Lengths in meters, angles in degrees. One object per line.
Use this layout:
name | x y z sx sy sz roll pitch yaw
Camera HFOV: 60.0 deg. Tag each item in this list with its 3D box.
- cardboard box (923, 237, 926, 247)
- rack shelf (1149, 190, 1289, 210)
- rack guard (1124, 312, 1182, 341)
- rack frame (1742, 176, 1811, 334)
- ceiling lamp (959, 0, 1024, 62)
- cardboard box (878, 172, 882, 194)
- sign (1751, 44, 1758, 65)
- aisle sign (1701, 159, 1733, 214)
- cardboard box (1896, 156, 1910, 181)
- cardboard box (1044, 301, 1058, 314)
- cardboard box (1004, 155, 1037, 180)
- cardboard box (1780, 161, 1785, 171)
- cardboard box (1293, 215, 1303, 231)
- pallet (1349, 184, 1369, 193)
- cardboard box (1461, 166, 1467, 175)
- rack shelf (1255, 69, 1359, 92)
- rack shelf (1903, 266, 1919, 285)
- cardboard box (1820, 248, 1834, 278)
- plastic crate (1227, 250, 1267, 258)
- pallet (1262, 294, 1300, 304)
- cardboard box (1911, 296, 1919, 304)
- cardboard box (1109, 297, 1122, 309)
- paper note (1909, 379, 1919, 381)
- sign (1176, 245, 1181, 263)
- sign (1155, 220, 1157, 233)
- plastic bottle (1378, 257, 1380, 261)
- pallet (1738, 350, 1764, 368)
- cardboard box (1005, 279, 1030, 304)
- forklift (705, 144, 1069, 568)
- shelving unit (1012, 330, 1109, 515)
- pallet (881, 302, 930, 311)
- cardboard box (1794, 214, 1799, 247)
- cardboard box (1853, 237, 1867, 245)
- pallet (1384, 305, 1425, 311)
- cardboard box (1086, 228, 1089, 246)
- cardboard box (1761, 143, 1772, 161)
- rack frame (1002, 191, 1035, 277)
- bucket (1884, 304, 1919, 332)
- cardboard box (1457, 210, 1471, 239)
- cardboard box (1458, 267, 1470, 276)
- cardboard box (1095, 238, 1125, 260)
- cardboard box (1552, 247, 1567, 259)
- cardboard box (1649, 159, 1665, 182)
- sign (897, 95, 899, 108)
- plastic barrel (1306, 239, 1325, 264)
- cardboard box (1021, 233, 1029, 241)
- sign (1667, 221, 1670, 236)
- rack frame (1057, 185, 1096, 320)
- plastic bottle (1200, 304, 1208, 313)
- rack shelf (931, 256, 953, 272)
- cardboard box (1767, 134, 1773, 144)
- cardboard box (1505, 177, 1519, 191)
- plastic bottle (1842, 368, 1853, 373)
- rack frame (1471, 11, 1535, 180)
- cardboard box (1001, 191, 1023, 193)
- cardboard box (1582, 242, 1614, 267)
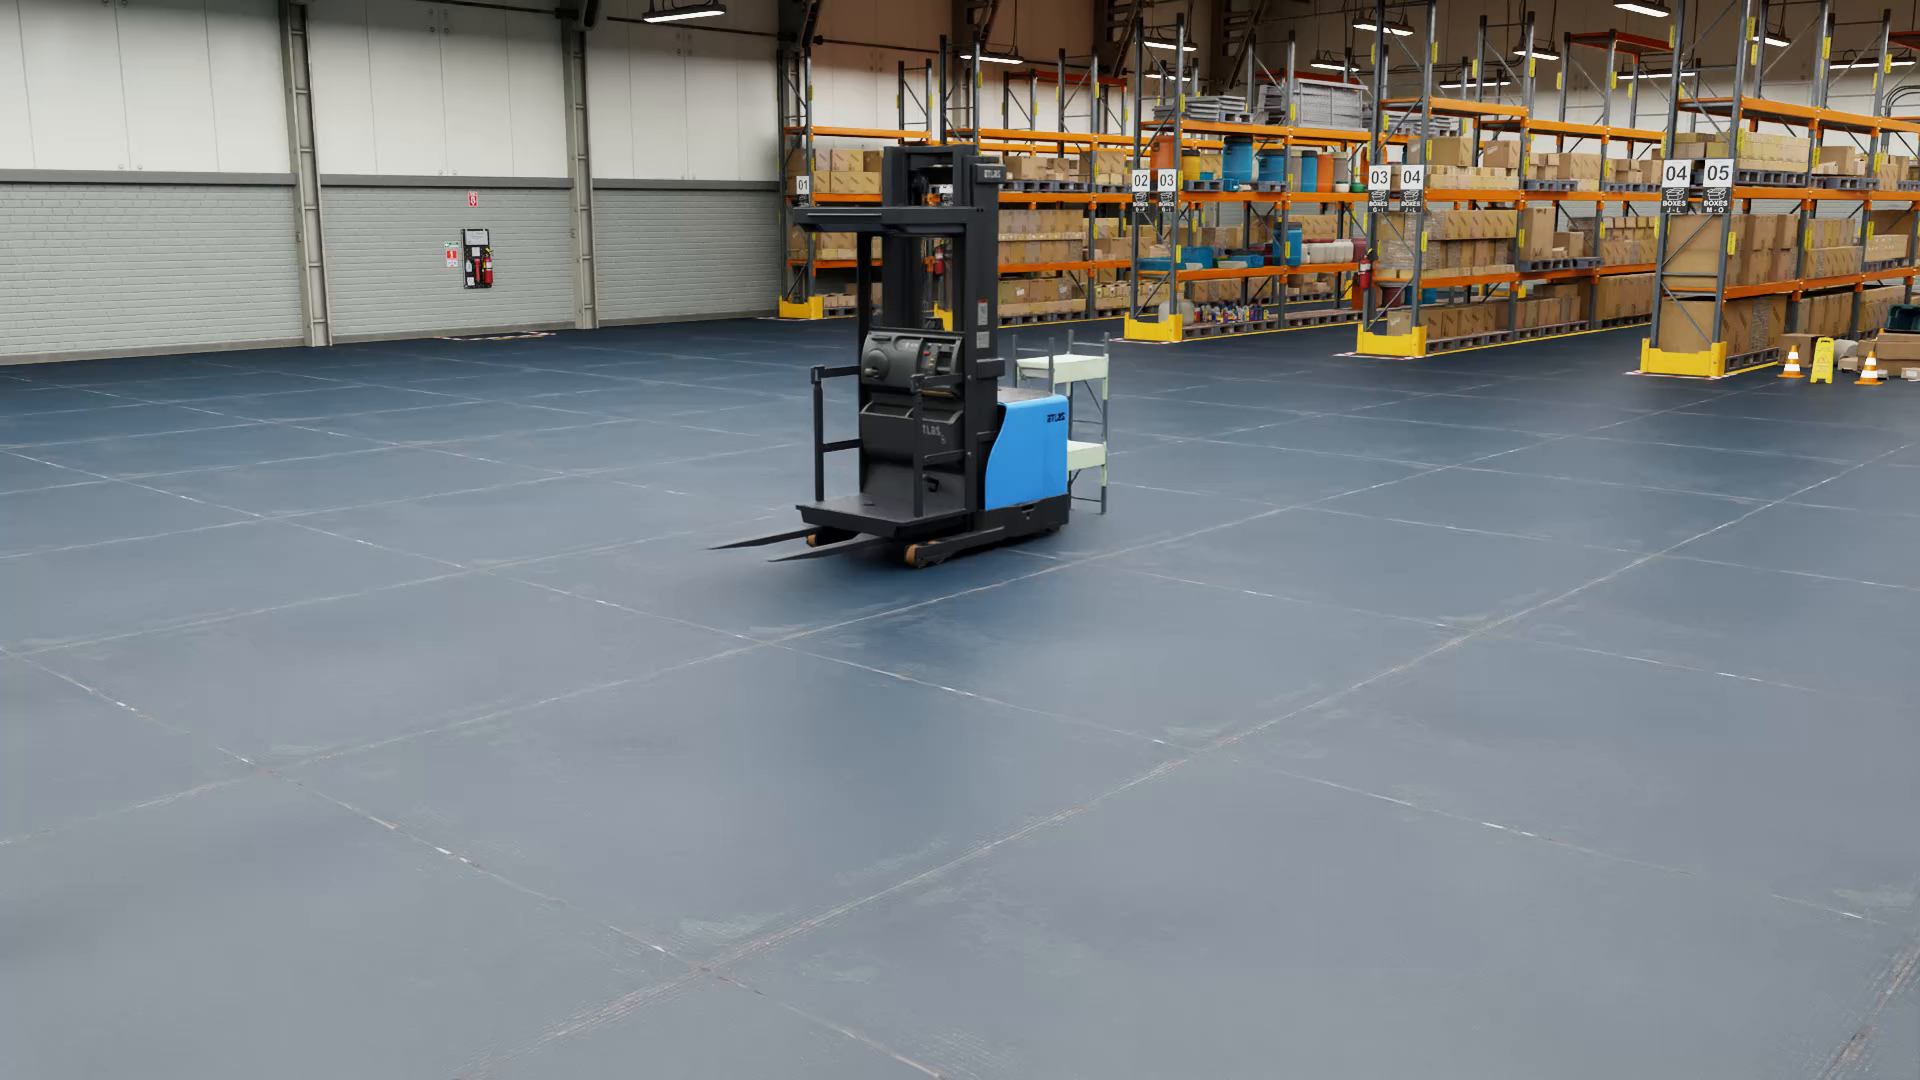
cardboard box | -1.172 -7.394 40.489 0.500 0.500 0.500 10 15 40
rack shelf | 5.030 -6.742 32.989 1.077 0.370 4.000 10 15 40
rack guard | 3.724 -4.122 32.070 1.175 0.500 0.348 10 15 40
rack frame | 13.729 -4.622 28.194 1.000 3.000 0.127 10 15 40
ceiling lamp | 0.927 -12.641 38.020 0.800 3.144 2.000 10 15 40
cardboard box | -1.920 -8.464 39.464 0.500 0.500 0.500 9 14 38
sign | 13.314 -8.129 27.850 0.100 0.325 0.005 10 15 40
aisle sign | 11.267 -5.259 24.746 0.394 0.787 0.004 10 15 40
cardboard box | 18.677 -7.483 33.534 0.700 0.500 0.500 10 15 40
cardboard box | 1.833 -5.173 36.900 0.500 0.250 0.500 10 15 40
cardboard box | 1.293 -7.975 35.636 0.500 0.500 0.500 10 15 40
cardboard box | 12.889 -5.942 26.459 0.380 0.149 0.250 10 15 40
cardboard box | 8.775 -8.385 44.225 0.500 0.500 0.500 9 15 39
pallet | 9.569 -7.985 37.857 1.003 0.211 1.213 10 15 40
cardboard box | 8.669 -6.480 29.204 0.380 0.149 0.250 9 14 38
rack shelf | 9.233 -12.250 44.418 1.077 0.370 4.000 10 15 40
rack shelf | 20.330 -5.741 35.631 1.077 0.370 4.000 10 15 40
cardboard box | 14.943 -4.861 29.136 0.500 0.500 0.500 10 15 40
plastic crate | 5.909 -5.828 34.388 0.767 0.338 0.504 10 15 40
pallet | 8.366 -6.470 44.566 1.003 0.211 1.213 10 15 40
cardboard box | 20.134 -5.067 35.111 0.380 0.149 0.250 10 15 42
cardboard box | 3.422 -5.519 38.635 0.500 0.250 0.500 10 15 42
paper note | 14.003 -2.349 24.393 0.148 0.019 0.142 4 12 21
sign | 4.120 -5.394 31.352 0.100 0.325 0.005 10 15 40
sign | 4.858 -7.746 41.080 0.100 0.325 0.005 10 15 40
plastic bottle | 9.519 -6.468 37.753 0.152 0.276 0.135 10 15 40
pallet | 12.363 -2.972 27.055 1.003 0.211 1.213 10 15 40
cardboard box | 1.161 -5.395 36.100 0.500 0.500 0.500 10 15 40
forklift | -0.493 -1.349 11.983 1.130 2.935 3.031 10 15 40
shelving unit | 0.813 -0.919 13.483 0.431 1.500 0.755 10 15 40
pallet | -1.509 -5.729 40.854 1.003 0.211 1.213 10 15 40
cardboard box | 13.460 -5.175 27.824 0.875 0.550 0.550 10 15 40
cardboard box | 16.823 -5.629 31.284 0.380 0.149 0.250 10 15 40
pallet | 10.285 -5.440 39.407 1.003 0.211 1.213 10 15 40
cardboard box | 3.406 -8.332 45.701 0.500 0.500 0.500 10 15 40
cardboard box | 12.267 -6.019 25.825 0.500 0.250 0.500 10 15 40
rack frame | 1.548 -7.788 44.045 1.000 3.000 0.127 10 15 40
bucket | 15.371 -3.444 26.773 0.620 0.611 0.726 5 7 -30
cardboard box | 8.662 -5.567 29.358 0.500 0.500 0.500 10 15 40
cardboard box | 8.860 -4.786 29.655 0.380 0.149 0.250 10 15 40
cardboard box | 3.498 -6.797 38.828 0.500 0.500 0.500 -11 16 -43
cardboard box | 11.813 -5.726 32.995 0.396 0.266 0.258 9 15 39
cardboard box | 15.823 -8.353 37.633 0.700 0.500 0.500 9 14 37
sign | -1.513 -10.748 40.759 0.100 0.325 0.005 10 15 40
plastic barrel | 7.630 -6.206 35.775 0.433 0.535 0.433 0 11 0
cardboard box | 1.260 -6.558 35.974 0.380 0.149 0.250 10 15 40
sign | 15.765 -6.915 36.922 0.100 0.325 0.005 10 15 40
rack frame | 2.631 -6.560 37.894 1.000 3.000 0.127 10 15 40
plastic bottle | 4.977 -4.653 33.987 0.144 0.351 0.185 11 15 43
rack shelf | 0.228 -7.141 42.642 1.077 0.370 4.000 10 15 40
cardboard box | 12.388 -6.222 25.825 0.380 0.149 0.250 10 15 40
cardboard box | 9.965 -6.575 30.695 0.500 0.250 0.500 11 15 42
plastic bottle | 13.698 -2.622 25.681 0.133 0.061 0.283 4 12 21
rack frame | 10.070 -8.220 30.892 1.000 3.000 0.127 10 15 40
cardboard box | 1.276 -9.084 43.053 0.500 0.311 0.500 10 15 40
cardboard box | 13.236 -5.952 34.598 0.500 0.500 0.500 10 15 42
